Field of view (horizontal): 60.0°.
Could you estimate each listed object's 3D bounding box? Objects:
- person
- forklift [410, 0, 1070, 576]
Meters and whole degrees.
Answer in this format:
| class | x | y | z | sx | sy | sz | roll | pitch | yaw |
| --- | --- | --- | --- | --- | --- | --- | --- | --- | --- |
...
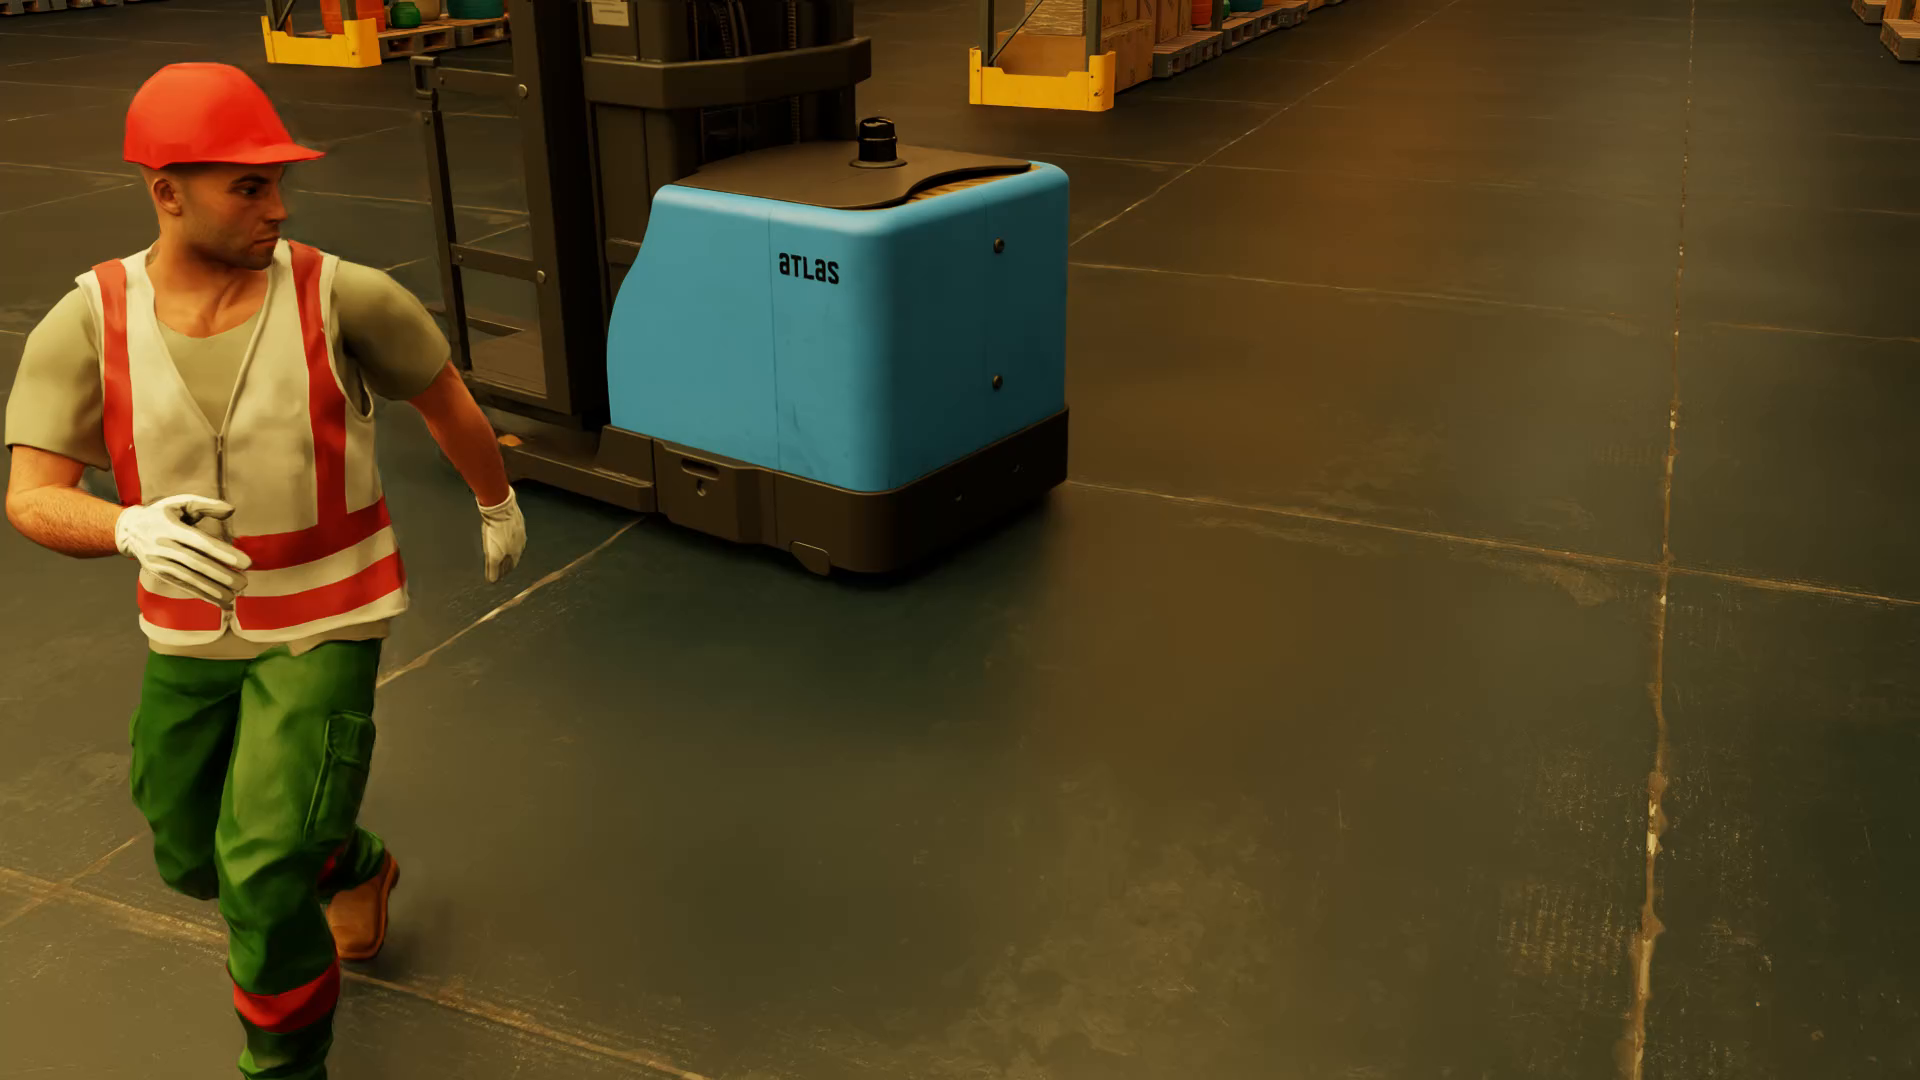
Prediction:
| class | x | y | z | sx | sy | sz | roll | pitch | yaw |
| --- | --- | --- | --- | --- | --- | --- | --- | --- | --- |
| person | -1.090 | 0.118 | 2.649 | 0.583 | 1.697 | 0.894 | 1 | 23 | 3 |
| forklift | -1.145 | -1.680 | 5.313 | 3.031 | 2.935 | 1.130 | 16 | 27 | 33 |
